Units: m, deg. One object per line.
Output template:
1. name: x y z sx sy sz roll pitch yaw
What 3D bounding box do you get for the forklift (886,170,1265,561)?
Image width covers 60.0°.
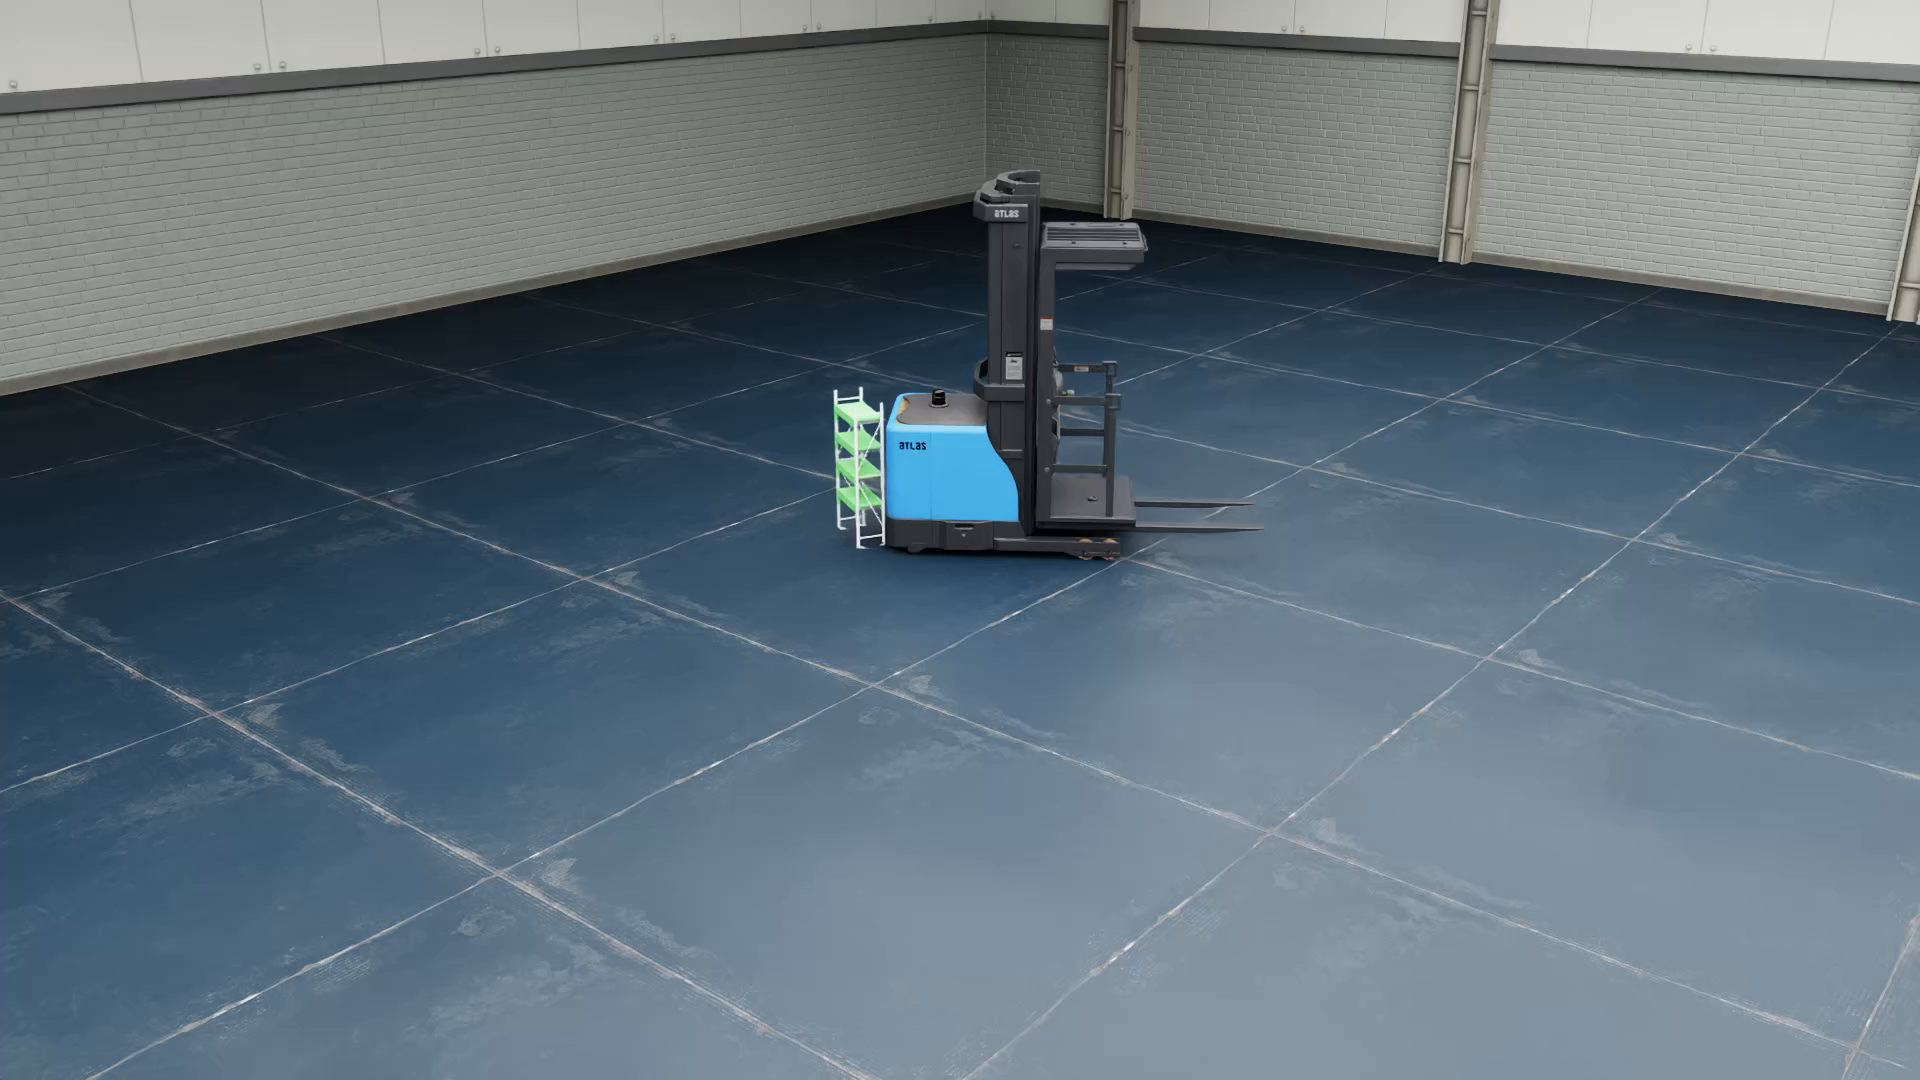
1. forklift: 0.942 -1.402 13.231 3.031 2.935 1.130 1 21 3

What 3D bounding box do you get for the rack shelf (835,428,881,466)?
1. rack shelf: -0.817 -0.756 13.473 0.258 0.148 0.480 -8 22 -21

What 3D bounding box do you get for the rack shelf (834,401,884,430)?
1. rack shelf: -0.817 -0.980 13.388 0.258 0.148 0.480 -8 22 -21

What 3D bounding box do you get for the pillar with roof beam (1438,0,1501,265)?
1. pillar with roof beam: 4.602 -7.155 19.889 0.400 9.000 9.100 16 26 36

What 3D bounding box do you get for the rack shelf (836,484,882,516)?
1. rack shelf: -0.817 -0.307 13.642 0.258 0.148 0.480 -8 22 -21

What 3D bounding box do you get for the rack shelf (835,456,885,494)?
1. rack shelf: -0.817 -0.531 13.558 0.258 0.148 0.480 -8 22 -21

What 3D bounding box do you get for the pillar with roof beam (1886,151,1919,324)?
1. pillar with roof beam: 9.250 -5.817 16.340 0.400 9.000 9.100 16 26 36

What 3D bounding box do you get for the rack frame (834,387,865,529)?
1. rack frame: -0.910 -0.671 13.746 0.240 1.200 0.015 -8 22 -21

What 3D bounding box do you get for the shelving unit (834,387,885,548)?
1. shelving unit: -0.817 -0.591 13.535 0.258 1.200 0.503 -8 22 -21

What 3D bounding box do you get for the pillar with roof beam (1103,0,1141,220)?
1. pillar with roof beam: -0.047 -8.494 23.439 0.400 9.000 9.100 16 26 36

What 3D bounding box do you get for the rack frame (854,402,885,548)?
1. rack frame: -0.723 -0.512 13.324 0.240 1.200 0.015 -8 22 -21
